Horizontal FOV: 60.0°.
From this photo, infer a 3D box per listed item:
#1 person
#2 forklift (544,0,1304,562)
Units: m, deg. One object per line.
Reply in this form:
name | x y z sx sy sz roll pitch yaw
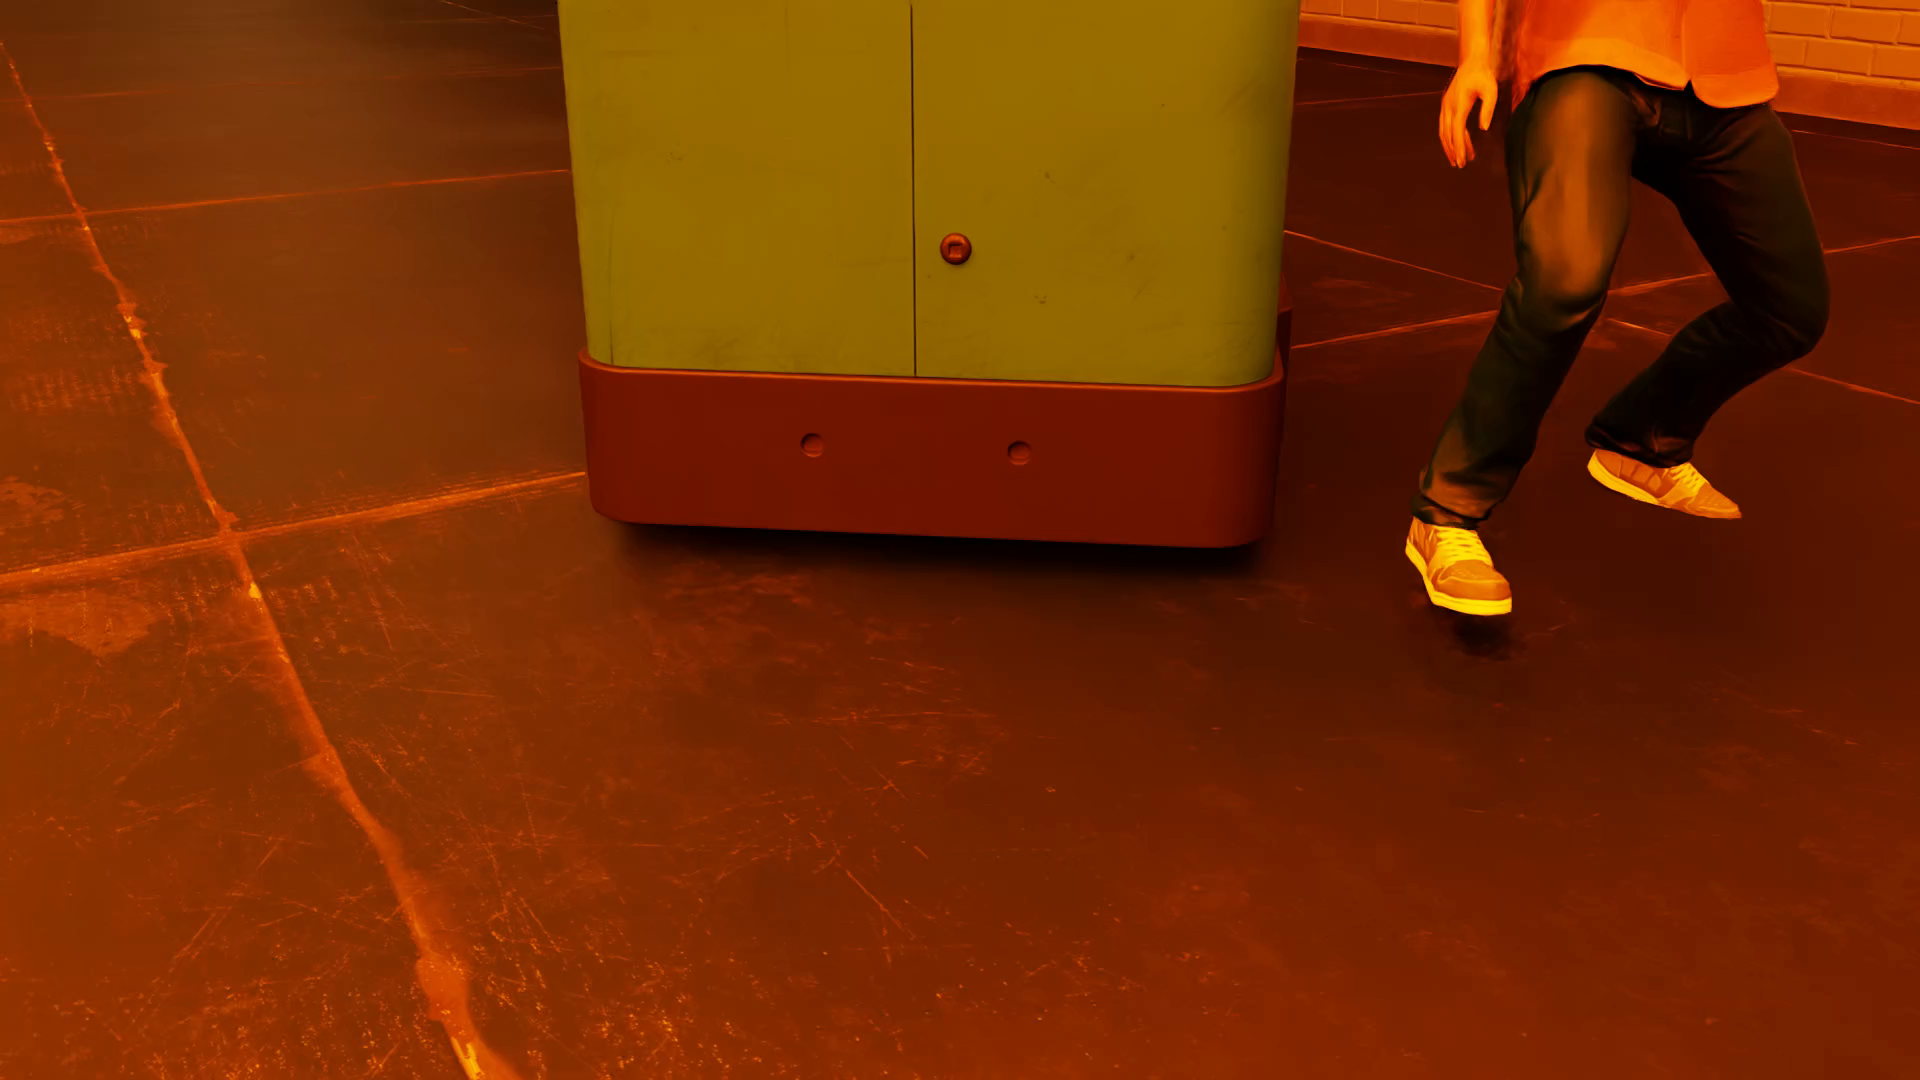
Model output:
person | 0.991 -0.661 2.336 0.803 1.496 0.584 -5 23 -11
forklift | 0.104 -1.847 3.274 1.130 2.935 3.031 3 22 6
